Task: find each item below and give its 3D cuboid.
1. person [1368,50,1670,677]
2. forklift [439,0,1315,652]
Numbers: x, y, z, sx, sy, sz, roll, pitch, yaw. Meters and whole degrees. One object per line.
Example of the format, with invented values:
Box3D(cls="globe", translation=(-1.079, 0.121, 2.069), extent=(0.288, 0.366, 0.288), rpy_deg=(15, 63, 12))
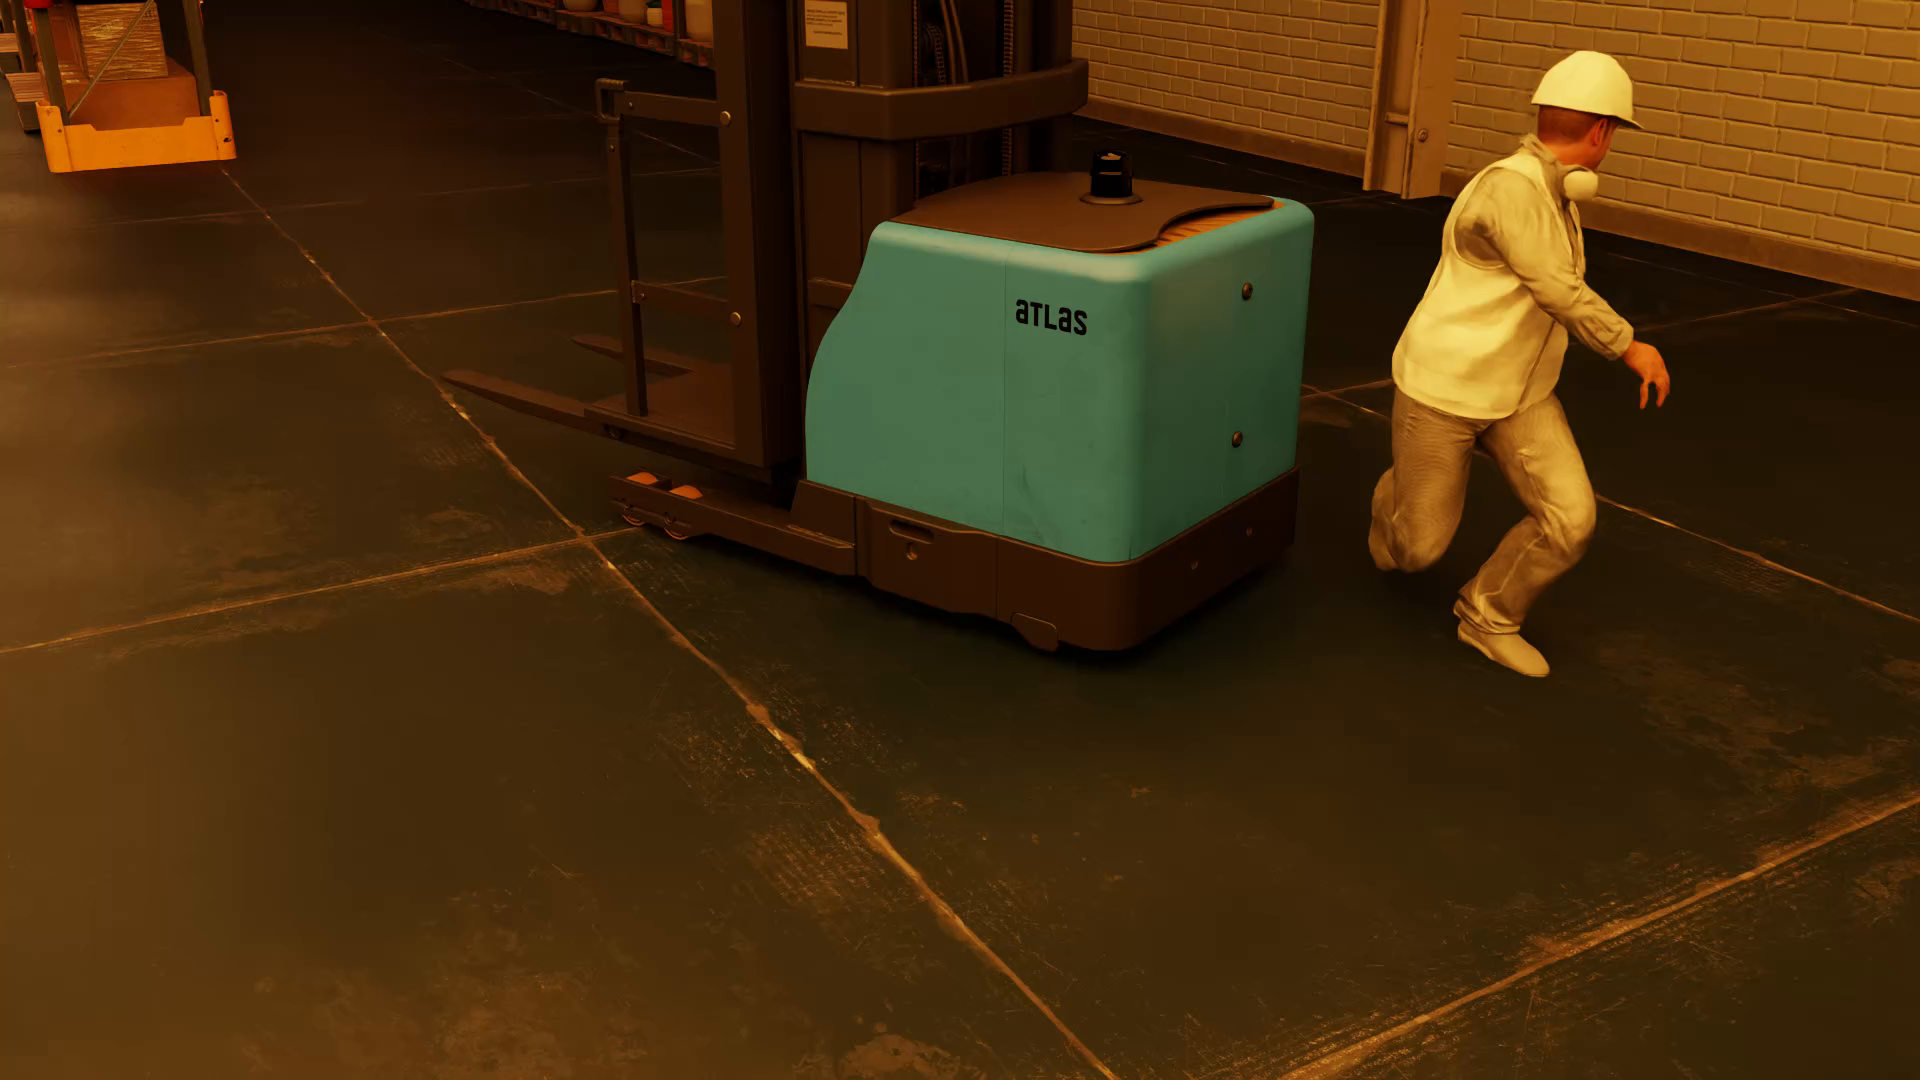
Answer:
Box3D(cls="person", translation=(1.407, -0.472, 4.317), extent=(0.632, 1.547, 0.880), rpy_deg=(-10, 24, -23))
Box3D(cls="forklift", translation=(-0.481, -1.497, 4.922), extent=(3.031, 2.935, 1.130), rpy_deg=(16, 27, 34))
